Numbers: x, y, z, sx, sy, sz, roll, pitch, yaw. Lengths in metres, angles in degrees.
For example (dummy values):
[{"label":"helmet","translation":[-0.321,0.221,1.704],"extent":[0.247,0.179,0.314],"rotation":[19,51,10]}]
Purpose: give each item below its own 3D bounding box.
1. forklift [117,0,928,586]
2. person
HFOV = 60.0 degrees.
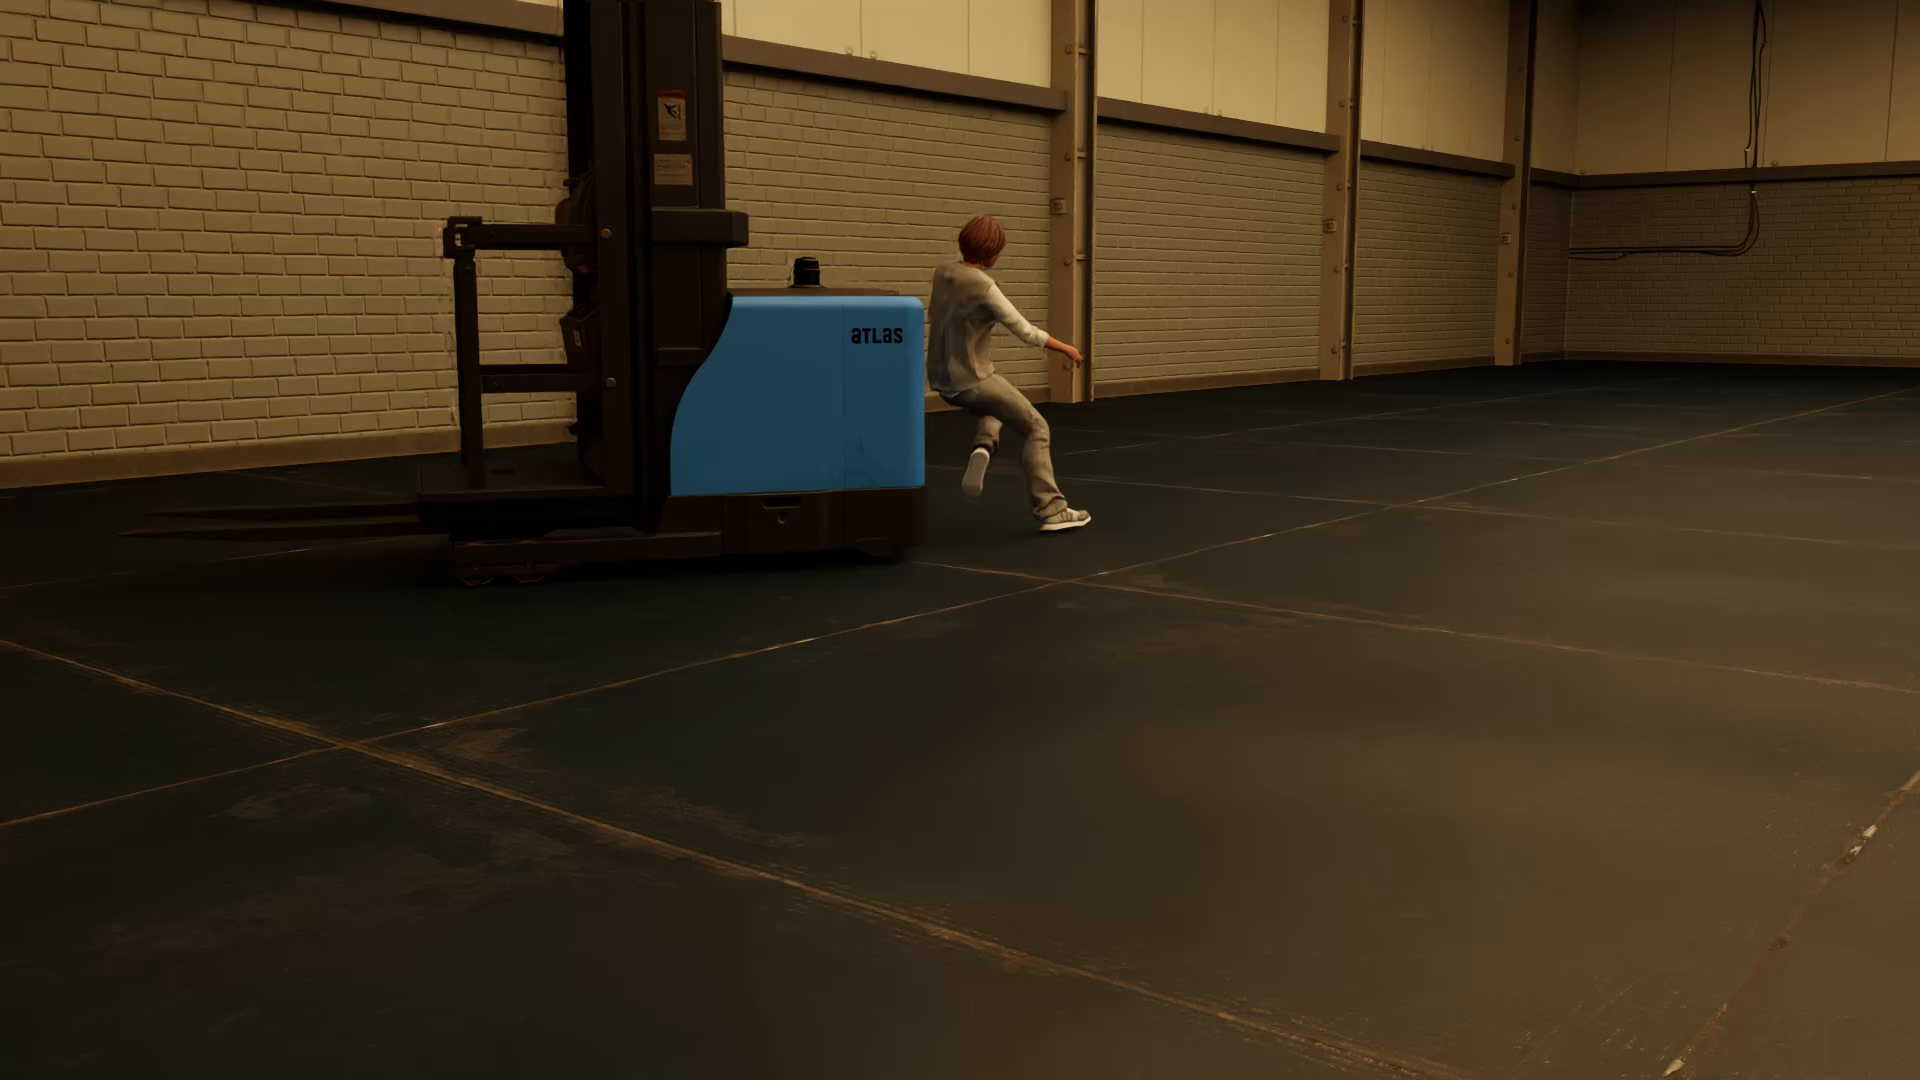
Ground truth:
[{"label":"forklift","translation":[-1.706,-1.363,6.598],"extent":[3.031,2.935,1.130],"rotation":[-3,9,-18]},{"label":"person","translation":[0.215,-0.781,7.766],"extent":[0.655,1.424,0.687],"rotation":[-6,10,-35]}]
